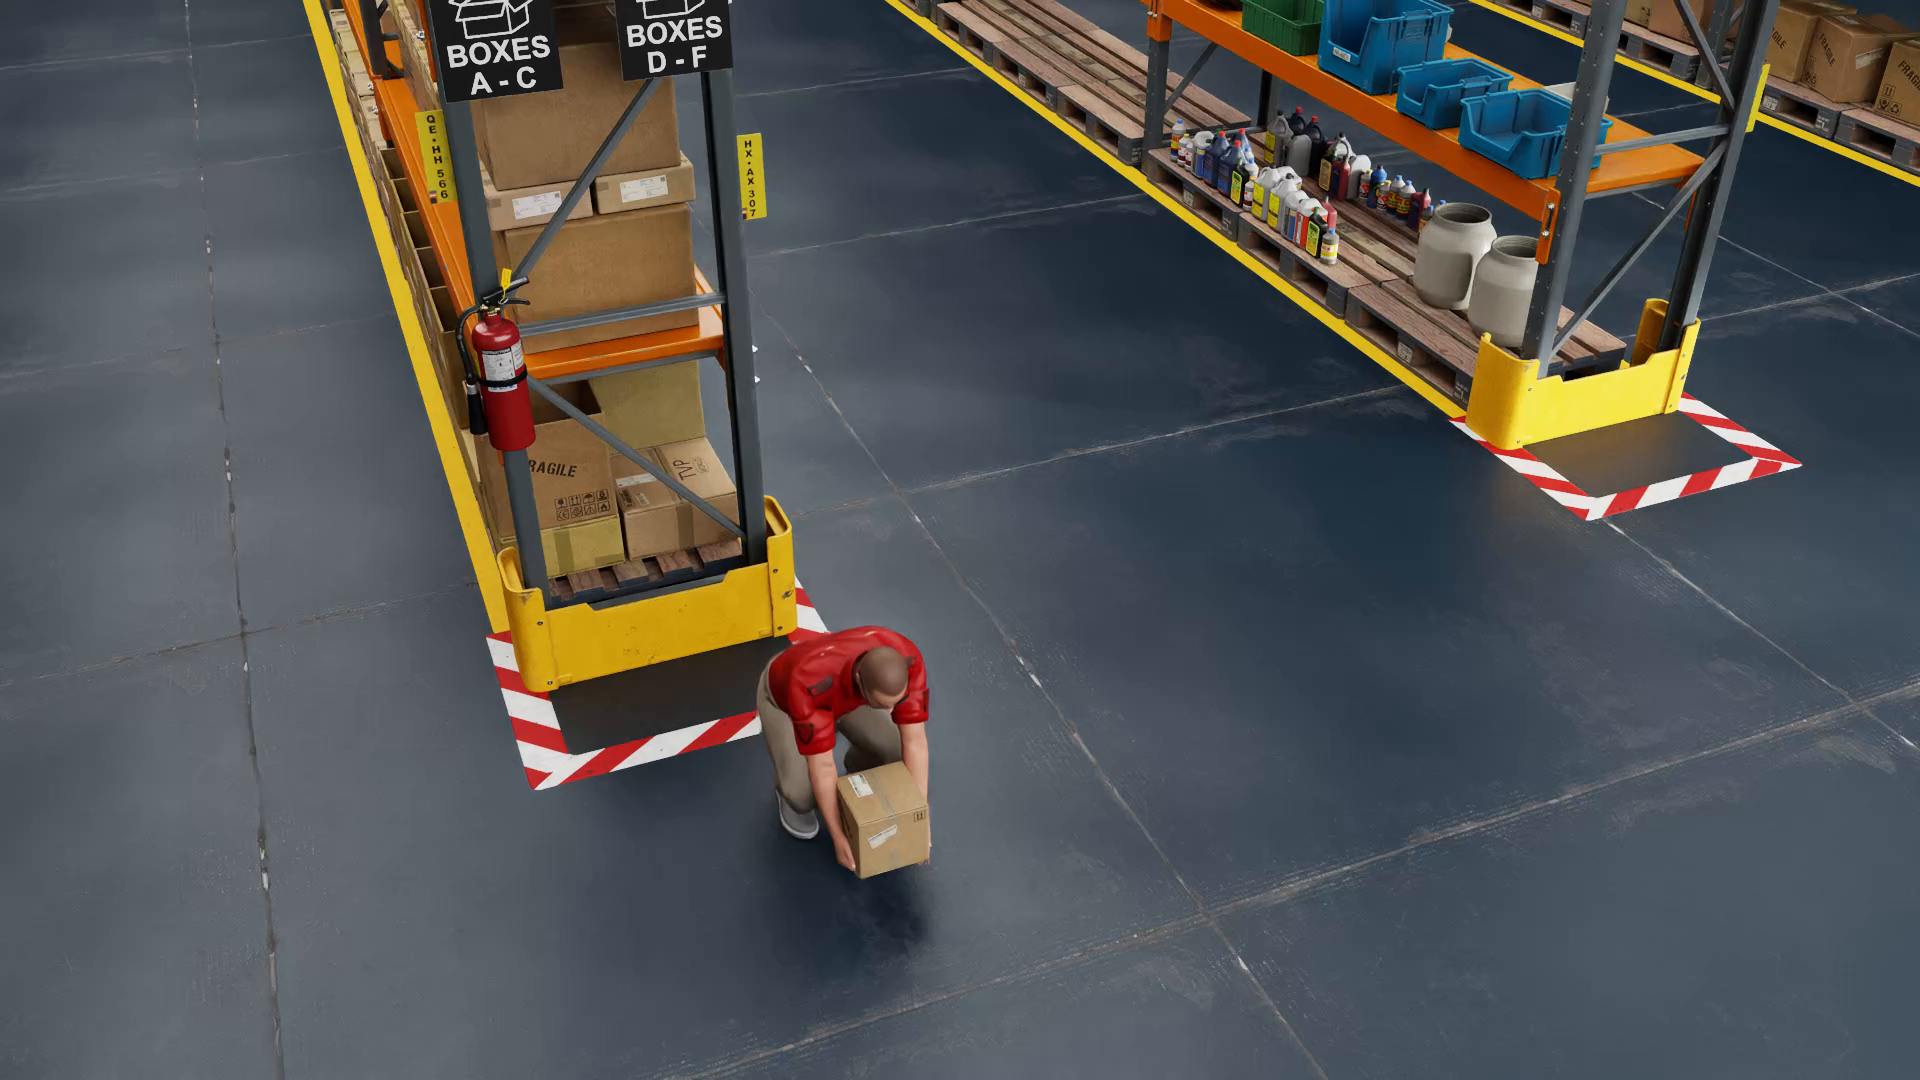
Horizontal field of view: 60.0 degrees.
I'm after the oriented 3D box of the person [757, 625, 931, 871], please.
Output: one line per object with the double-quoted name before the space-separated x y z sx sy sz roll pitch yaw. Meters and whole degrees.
"person" -0.403 0.650 5.855 0.540 0.988 0.885 -14 36 -20
